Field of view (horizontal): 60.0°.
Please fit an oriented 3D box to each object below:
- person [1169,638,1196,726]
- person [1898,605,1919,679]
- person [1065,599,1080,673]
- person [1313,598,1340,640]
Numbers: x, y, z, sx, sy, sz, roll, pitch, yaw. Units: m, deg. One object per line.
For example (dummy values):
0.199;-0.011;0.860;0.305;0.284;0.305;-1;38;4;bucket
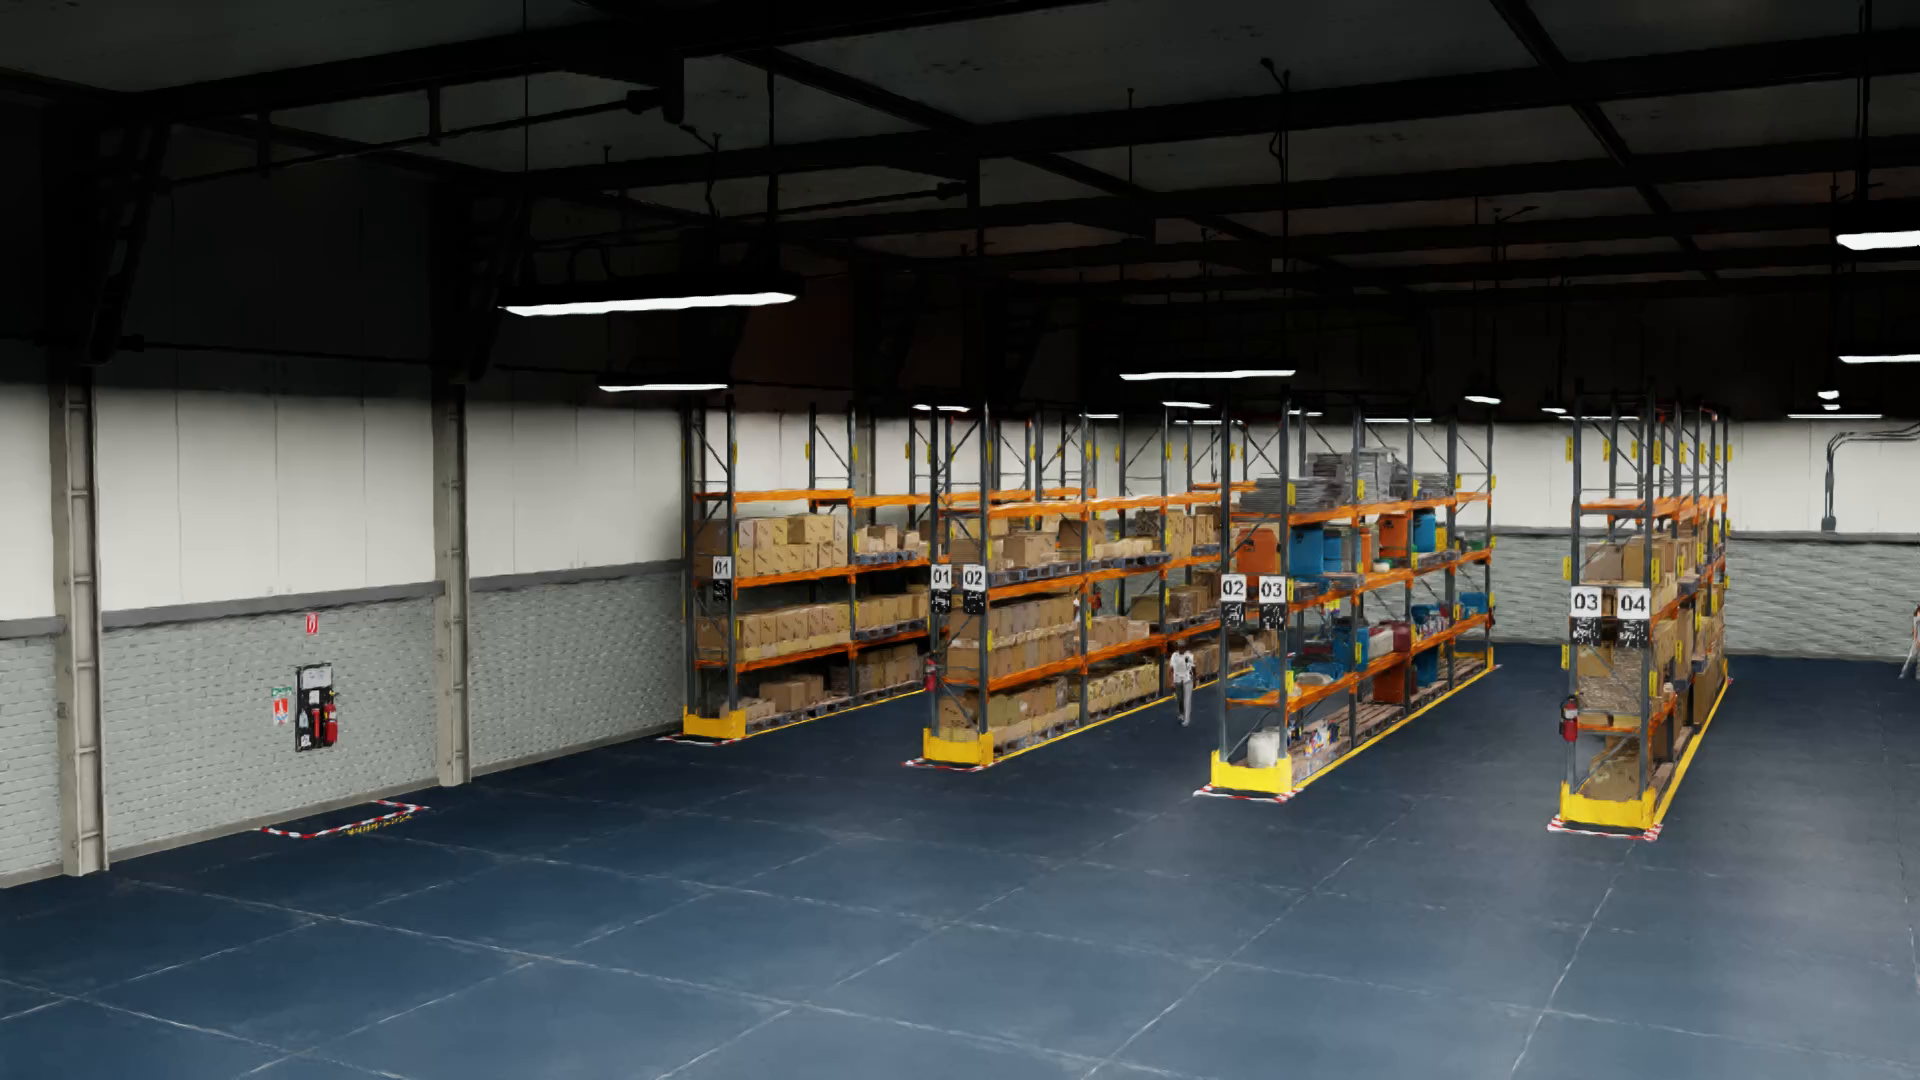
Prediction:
4.086;2.575;30.533;0.470;1.599;1.060;1;3;19;person
21.063;2.251;36.700;0.641;1.651;0.458;-1;3;-20;person
2.623;2.179;37.407;0.677;1.725;0.572;1;3;26;person
9.638;1.825;43.682;0.743;1.757;0.525;-1;3;-14;person
